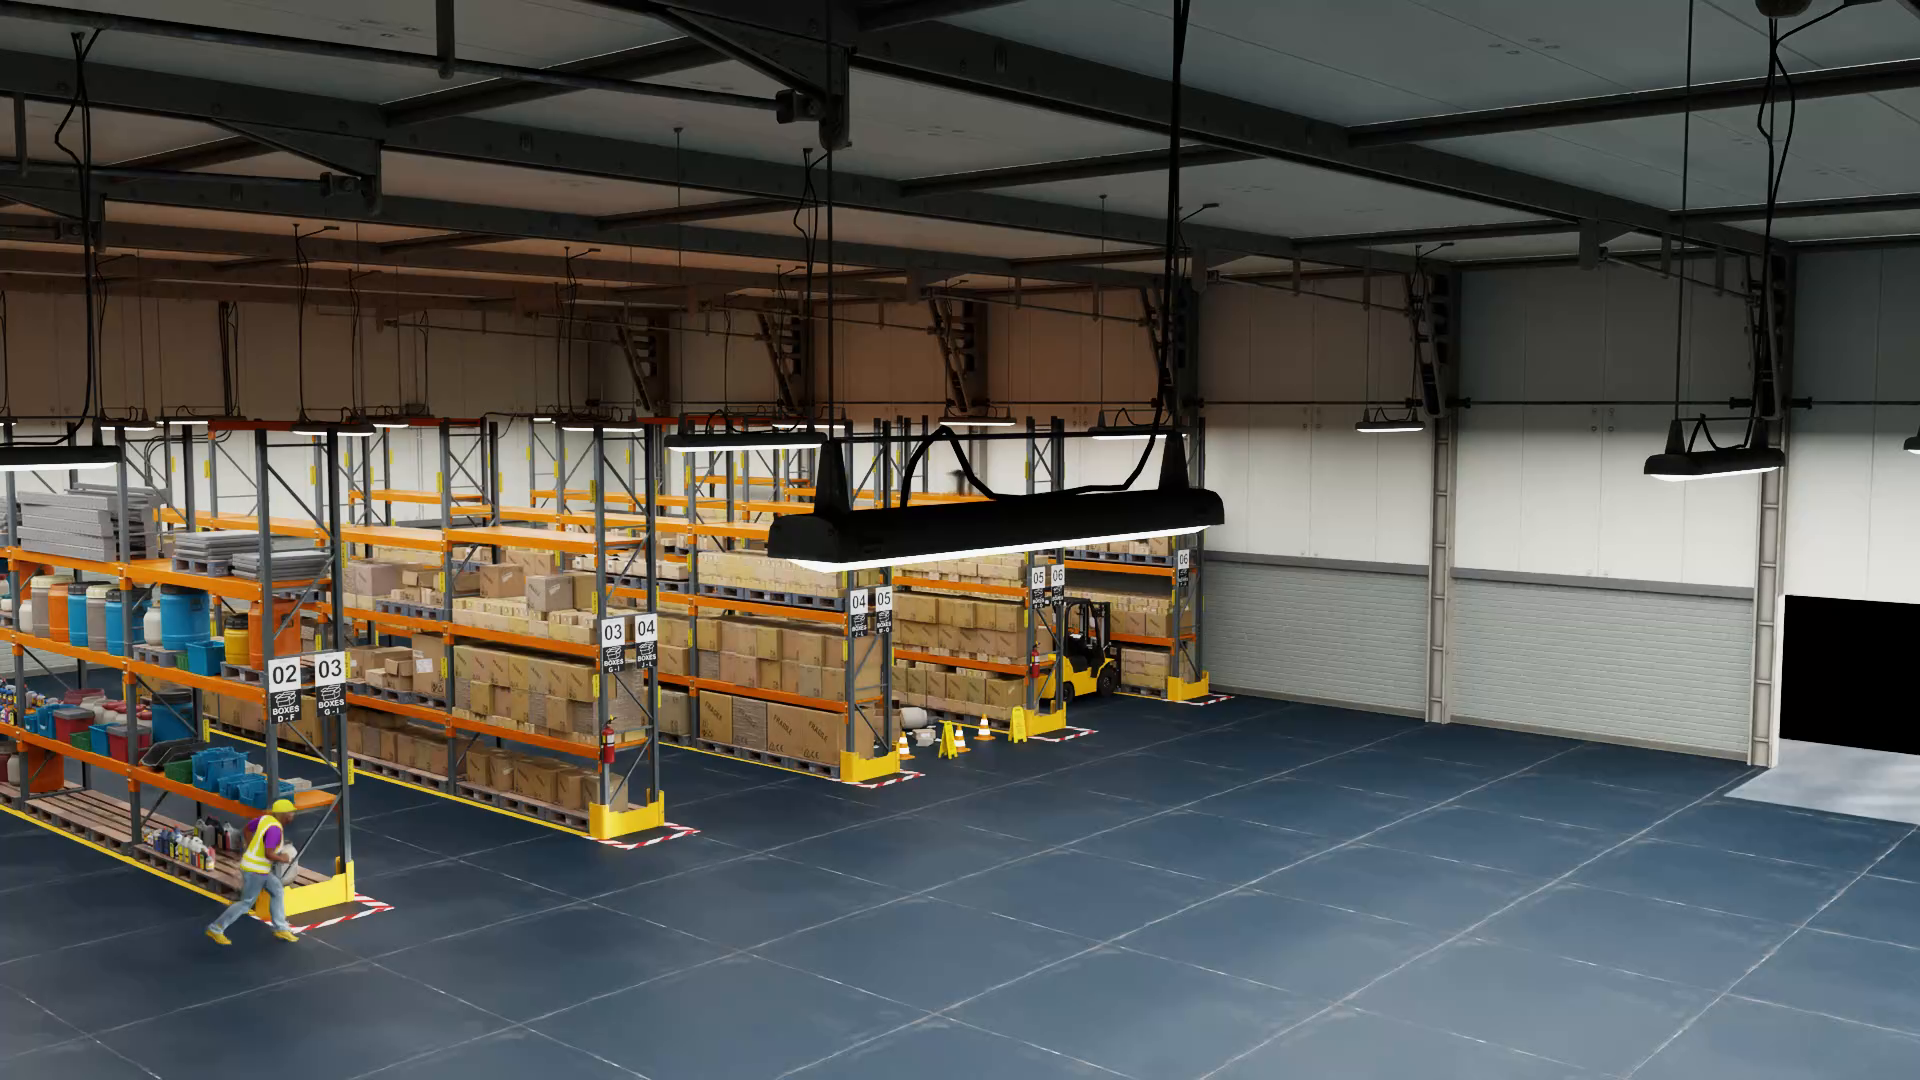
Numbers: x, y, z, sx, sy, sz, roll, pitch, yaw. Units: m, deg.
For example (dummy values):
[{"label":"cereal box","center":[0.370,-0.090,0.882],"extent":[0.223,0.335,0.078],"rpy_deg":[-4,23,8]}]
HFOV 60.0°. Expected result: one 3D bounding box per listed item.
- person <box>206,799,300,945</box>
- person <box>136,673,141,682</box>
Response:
[{"label":"person","center":[-8.219,3.905,19.333],"extent":[1.038,1.717,0.739],"rpy_deg":[-3,6,-33]},{"label":"person","center":[-17.687,2.461,36.125],"extent":[0.798,1.801,0.702],"rpy_deg":[-3,6,-31]}]
